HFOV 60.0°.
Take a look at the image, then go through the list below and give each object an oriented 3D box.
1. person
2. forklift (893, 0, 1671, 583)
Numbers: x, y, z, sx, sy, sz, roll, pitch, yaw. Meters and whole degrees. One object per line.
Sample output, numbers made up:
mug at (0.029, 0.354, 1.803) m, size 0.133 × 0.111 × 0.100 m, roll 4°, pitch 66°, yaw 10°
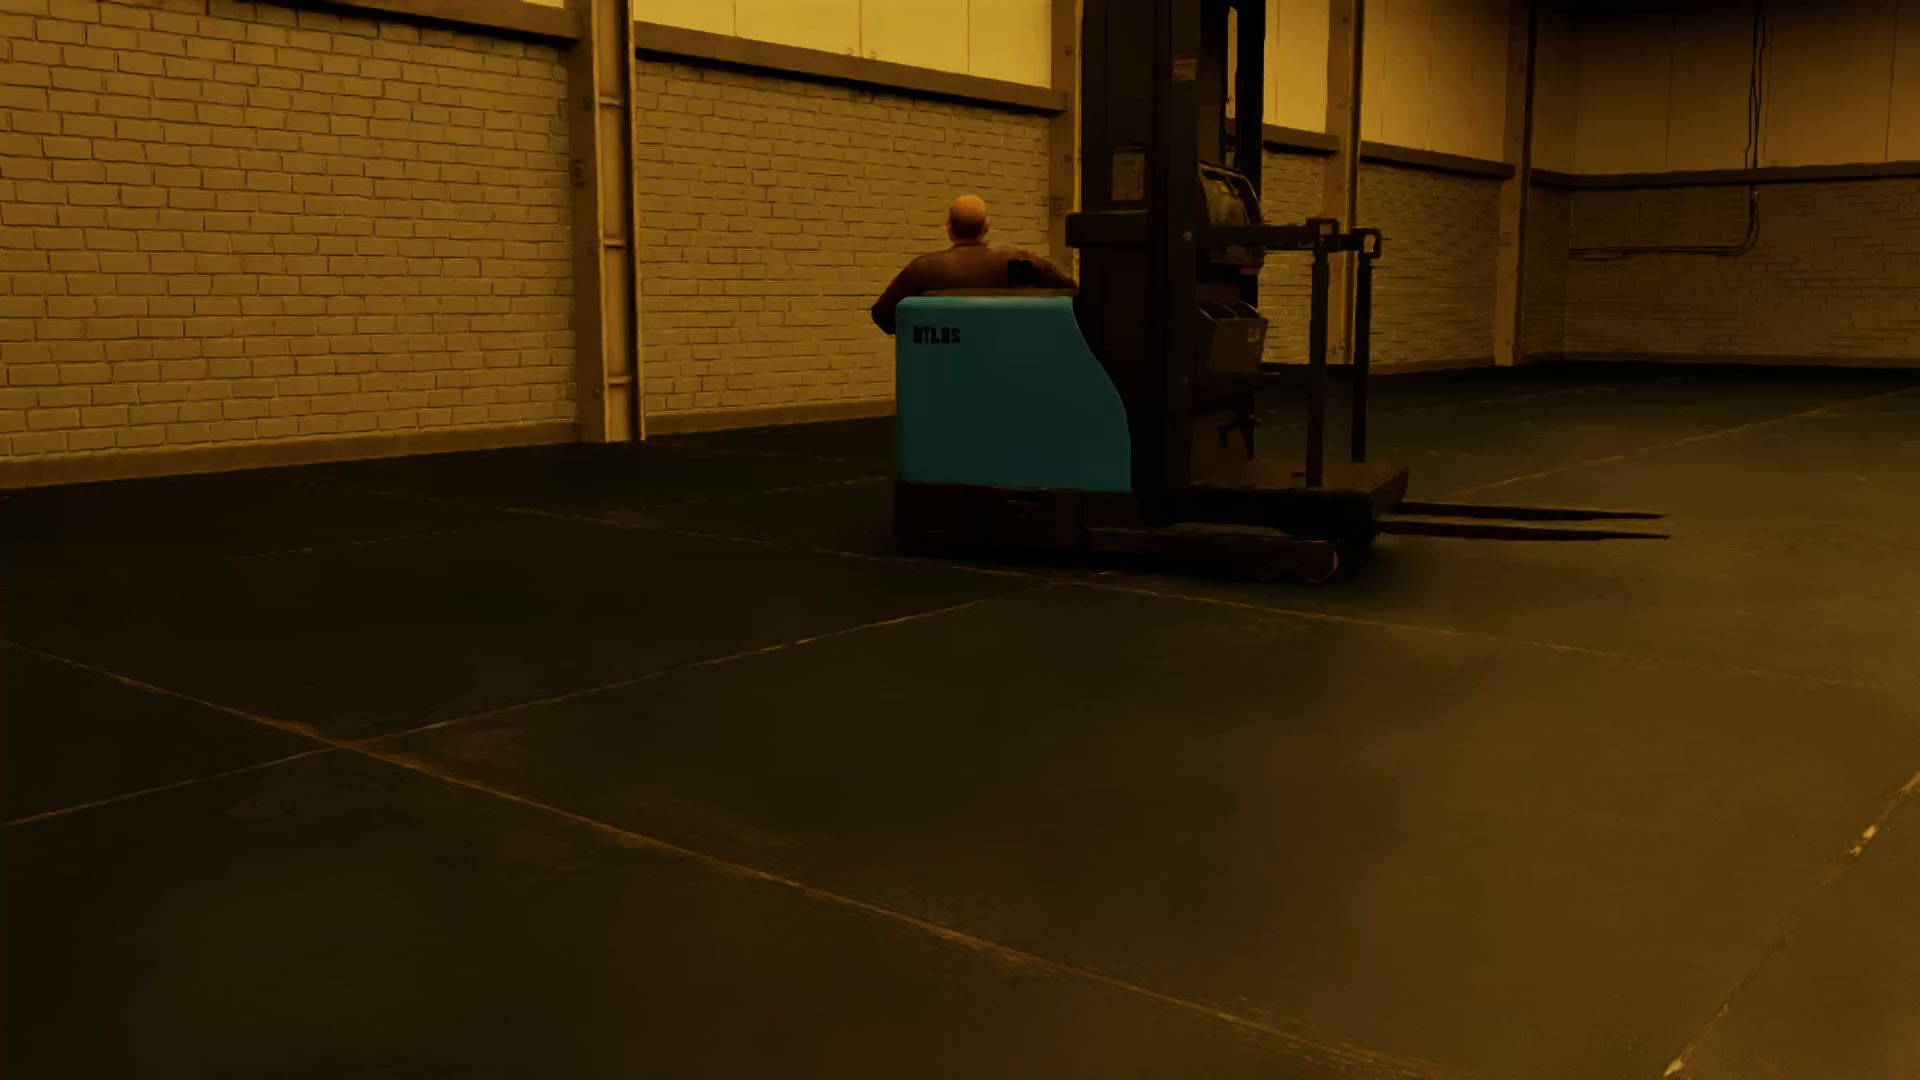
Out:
person at (0.044, -0.799, 7.694) m, size 0.963 × 1.540 × 0.892 m, roll -2°, pitch 9°, yaw -12°
forklift at (1.284, -1.375, 6.676) m, size 3.031 × 2.935 × 1.130 m, roll 3°, pitch 9°, yaw 23°
